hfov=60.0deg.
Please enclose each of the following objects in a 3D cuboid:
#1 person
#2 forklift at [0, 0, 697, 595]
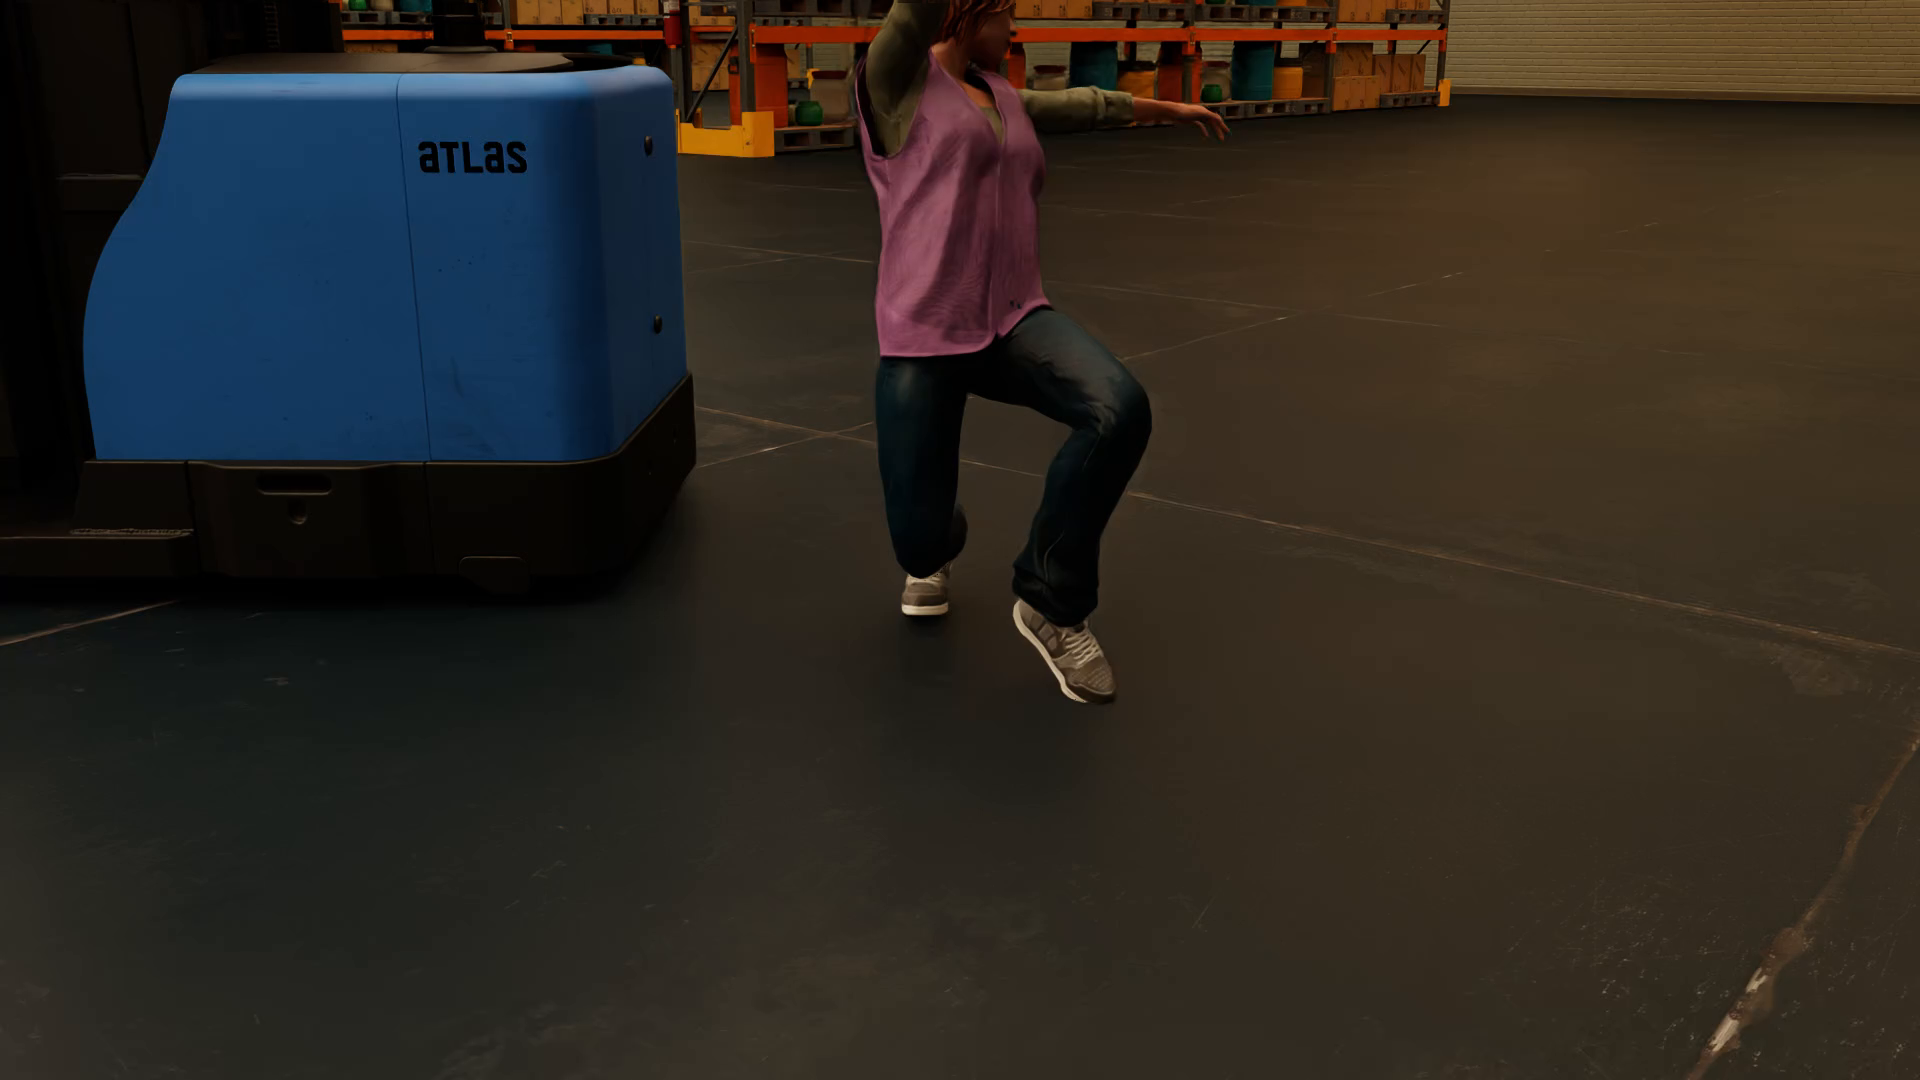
[{"bbox_3d":[0.275,-0.457,3.134,0.930,1.385,0.803,-8,19,-25],"label":"person"},{"bbox_3d":[-2.214,-1.420,3.575,3.031,2.935,1.130,0,17,1],"label":"forklift"}]
